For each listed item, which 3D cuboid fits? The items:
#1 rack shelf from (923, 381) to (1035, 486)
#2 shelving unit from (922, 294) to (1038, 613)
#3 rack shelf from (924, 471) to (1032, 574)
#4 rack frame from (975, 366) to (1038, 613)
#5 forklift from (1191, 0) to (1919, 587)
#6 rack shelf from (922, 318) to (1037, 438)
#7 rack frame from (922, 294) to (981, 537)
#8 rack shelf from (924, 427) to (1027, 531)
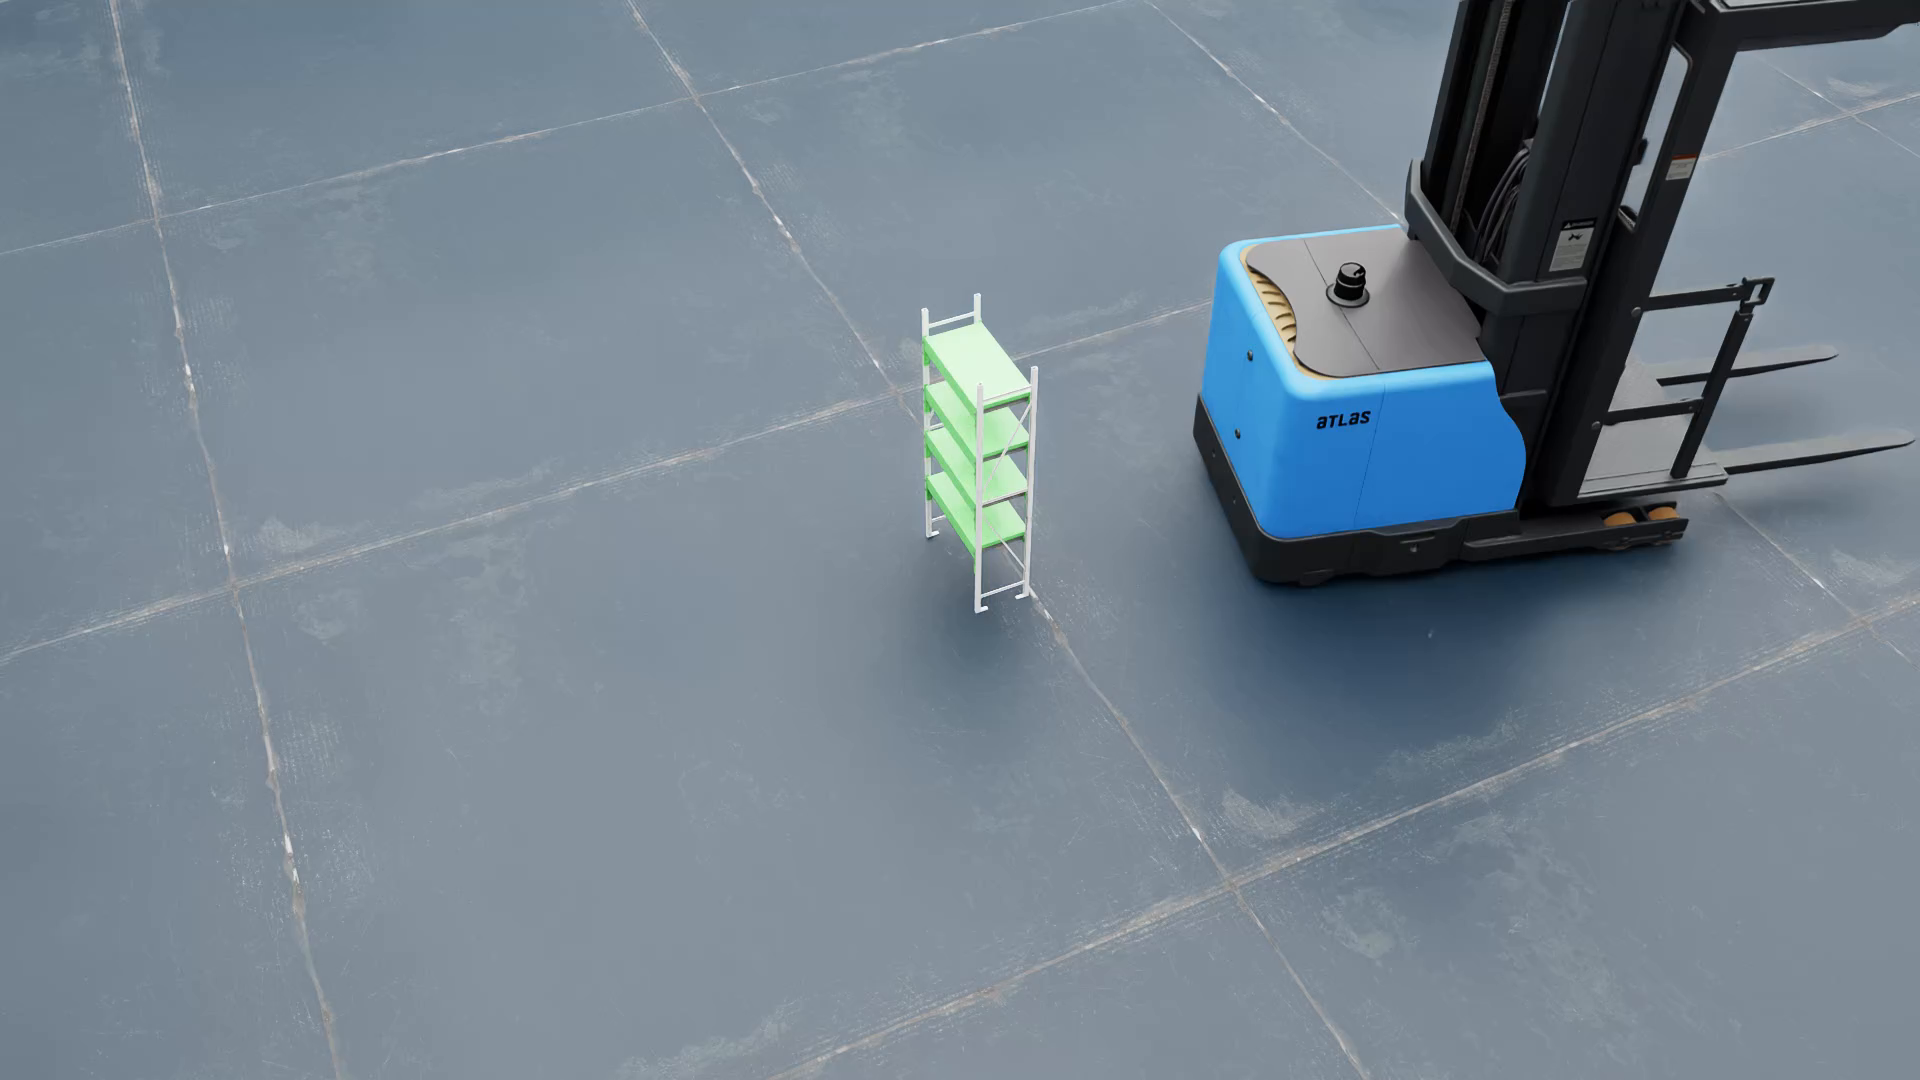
[{"bbox_3d":[0.070,-0.447,6.467,0.258,0.148,0.480,-18,47,-17],"label":"rack shelf"},{"bbox_3d":[0.070,-0.322,6.591,0.258,1.200,0.503,-18,47,-17],"label":"shelving unit"},{"bbox_3d":[0.070,-0.105,6.804,0.258,0.148,0.480,-18,47,-17],"label":"rack shelf"},{"bbox_3d":[0.172,-0.166,6.433,0.240,1.200,0.015,-18,47,-17],"label":"rack frame"},{"bbox_3d":[2.609,-1.357,6.408,3.031,2.935,1.130,-7,45,-7],"label":"forklift"},{"bbox_3d":[0.070,-0.618,6.298,0.258,0.148,0.480,-18,47,-17],"label":"rack shelf"},{"bbox_3d":[-0.033,-0.477,6.748,0.240,1.200,0.015,-18,47,-17],"label":"rack frame"},{"bbox_3d":[0.070,-0.276,6.635,0.258,0.148,0.480,-18,47,-17],"label":"rack shelf"}]
